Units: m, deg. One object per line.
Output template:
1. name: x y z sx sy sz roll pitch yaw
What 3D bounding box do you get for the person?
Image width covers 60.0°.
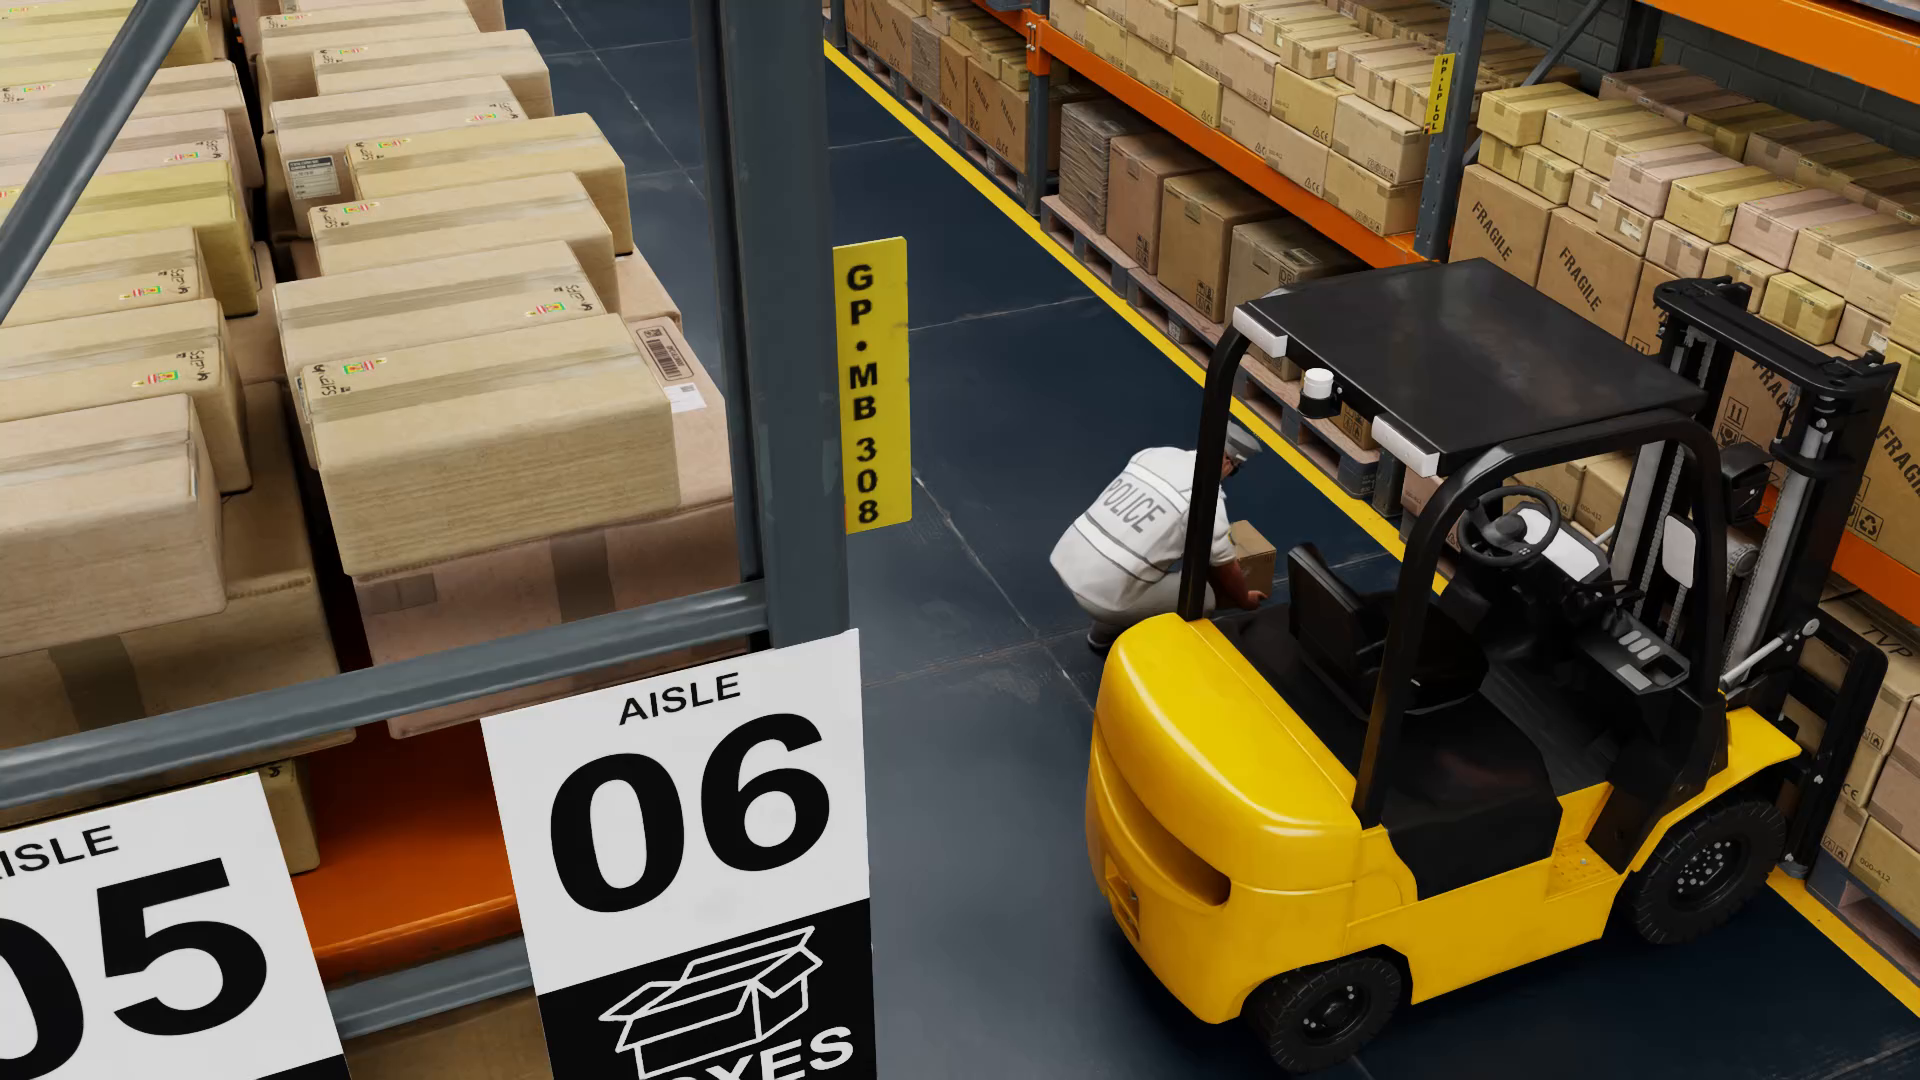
1. person: 0.809 0.030 6.773 0.904 1.010 0.568 -13 35 -19
